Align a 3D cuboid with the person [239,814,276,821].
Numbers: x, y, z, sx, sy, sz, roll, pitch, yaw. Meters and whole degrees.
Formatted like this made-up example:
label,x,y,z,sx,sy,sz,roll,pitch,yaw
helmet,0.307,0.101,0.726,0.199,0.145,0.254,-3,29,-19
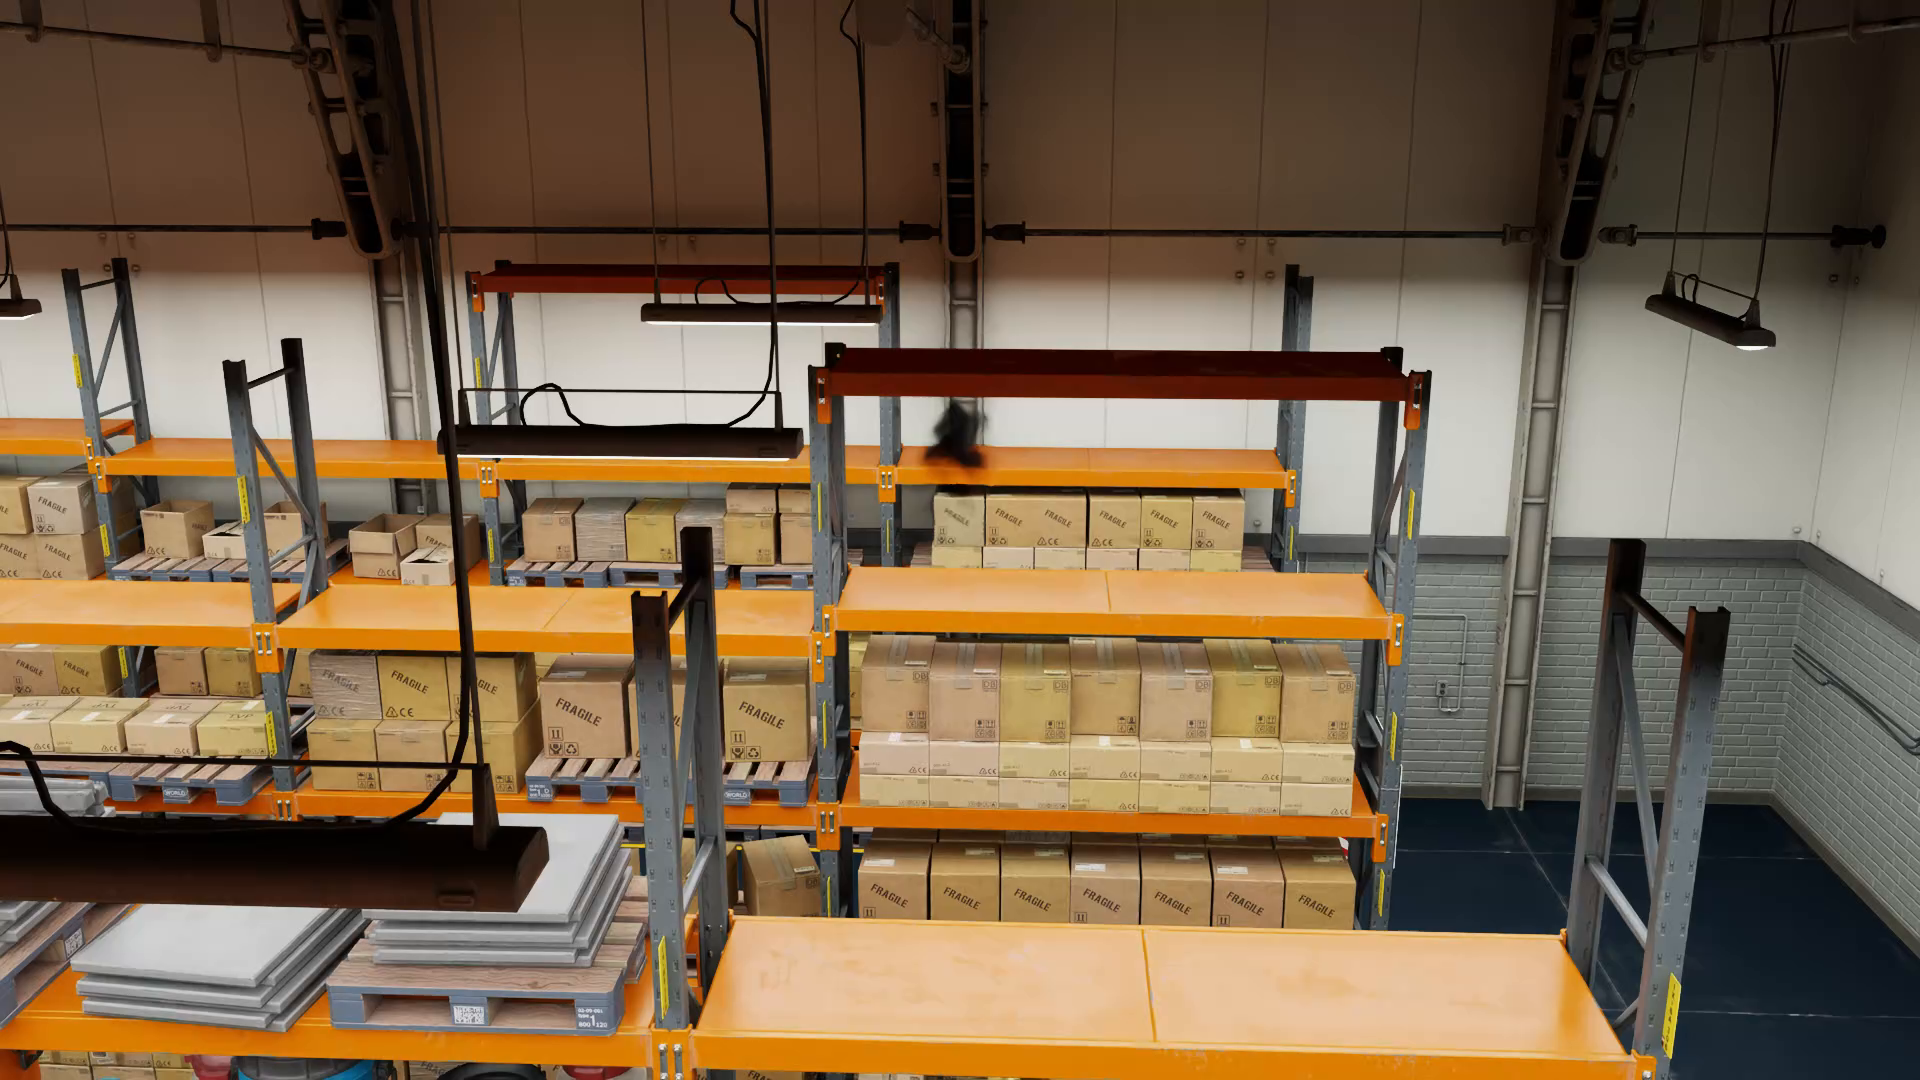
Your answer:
label,x,y,z,sx,sy,sz,roll,pitch,yaw
person,-6.644,2.818,15.962,0.942,1.661,0.588,-2,16,-8
